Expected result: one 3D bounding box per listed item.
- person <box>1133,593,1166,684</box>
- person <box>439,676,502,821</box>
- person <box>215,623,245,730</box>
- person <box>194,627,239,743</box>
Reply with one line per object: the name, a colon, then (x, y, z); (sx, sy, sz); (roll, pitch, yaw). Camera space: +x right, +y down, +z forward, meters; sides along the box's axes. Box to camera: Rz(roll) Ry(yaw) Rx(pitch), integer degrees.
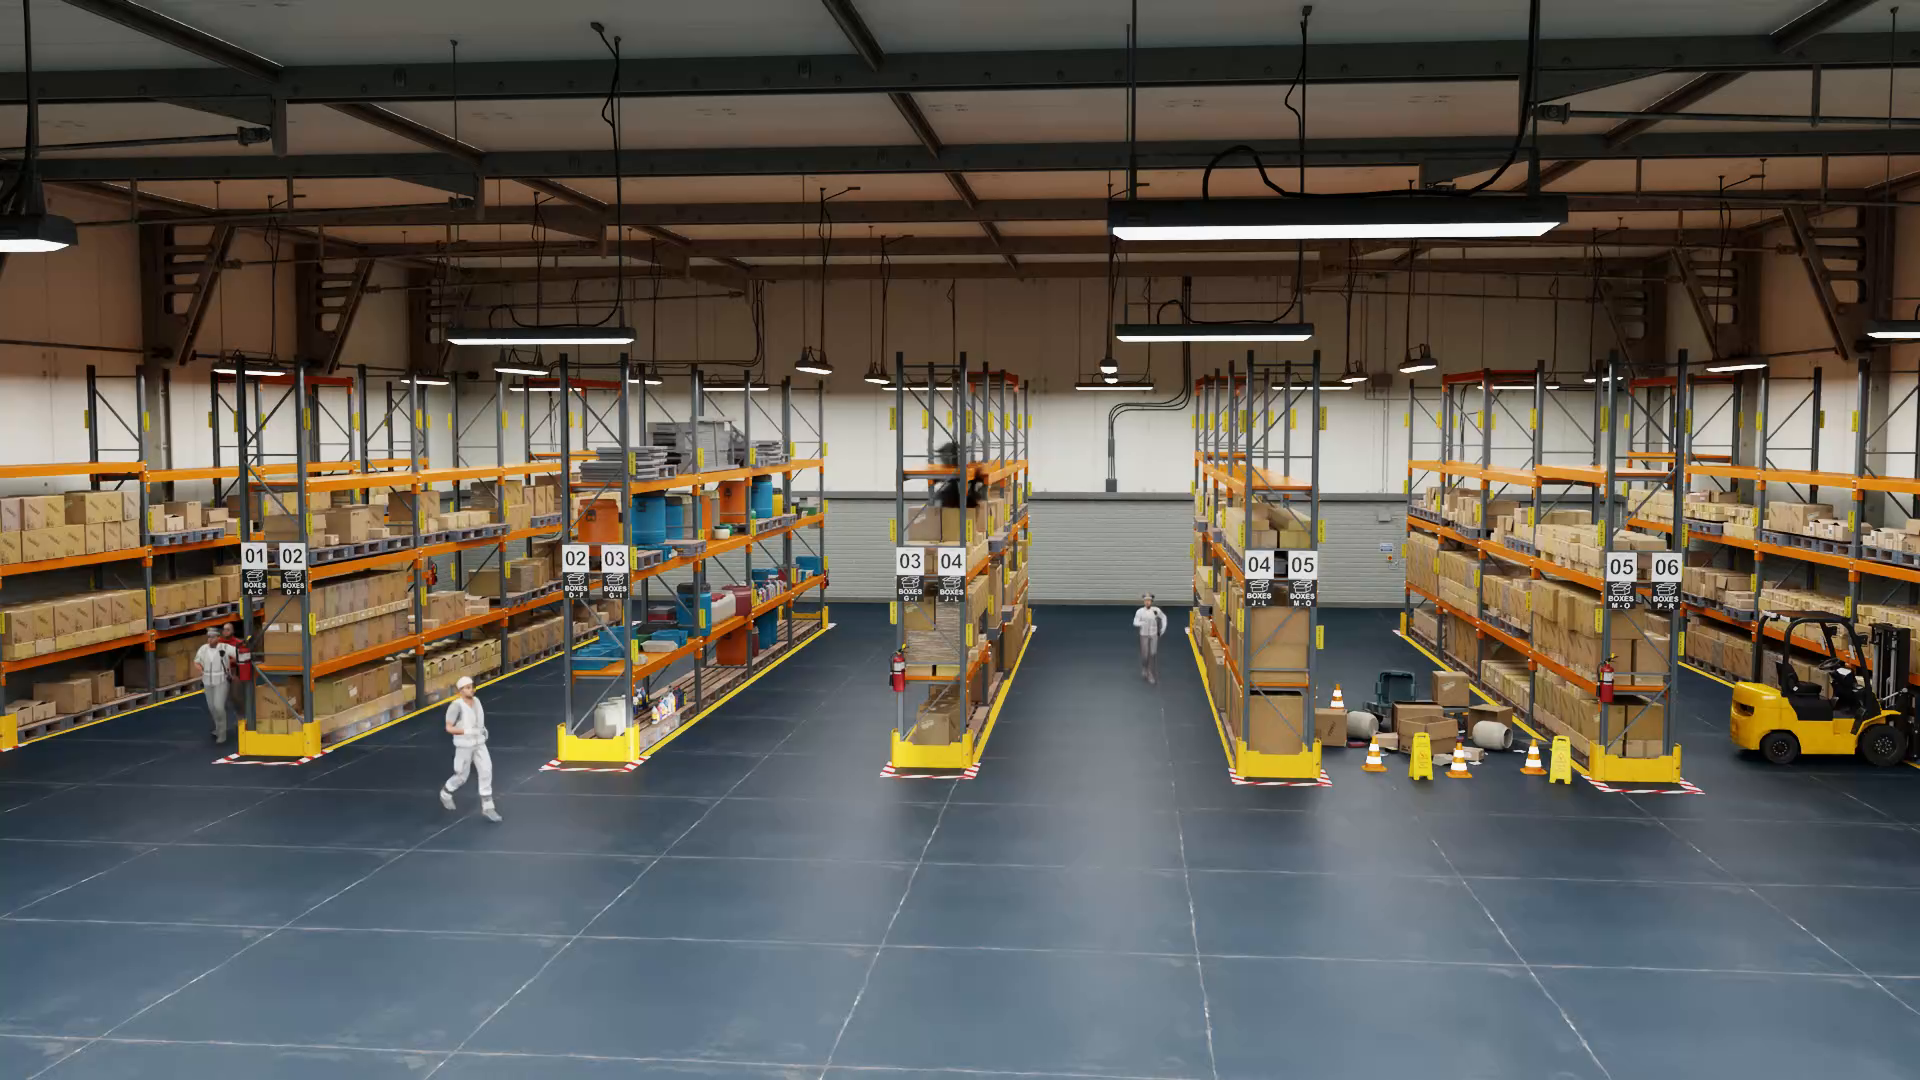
person: (3.666, 1.881, 32.158); (0.622, 1.714, 0.896); (1, 4, 9)
person: (-6.188, 2.611, 20.964); (0.991, 1.796, 0.667); (3, 5, 34)
person: (-11.862, 2.240, 26.953); (0.631, 1.798, 0.768); (-1, 4, -7)
person: (-11.676, 2.285, 26.136); (0.675, 1.872, 0.778); (0, 4, 1)
